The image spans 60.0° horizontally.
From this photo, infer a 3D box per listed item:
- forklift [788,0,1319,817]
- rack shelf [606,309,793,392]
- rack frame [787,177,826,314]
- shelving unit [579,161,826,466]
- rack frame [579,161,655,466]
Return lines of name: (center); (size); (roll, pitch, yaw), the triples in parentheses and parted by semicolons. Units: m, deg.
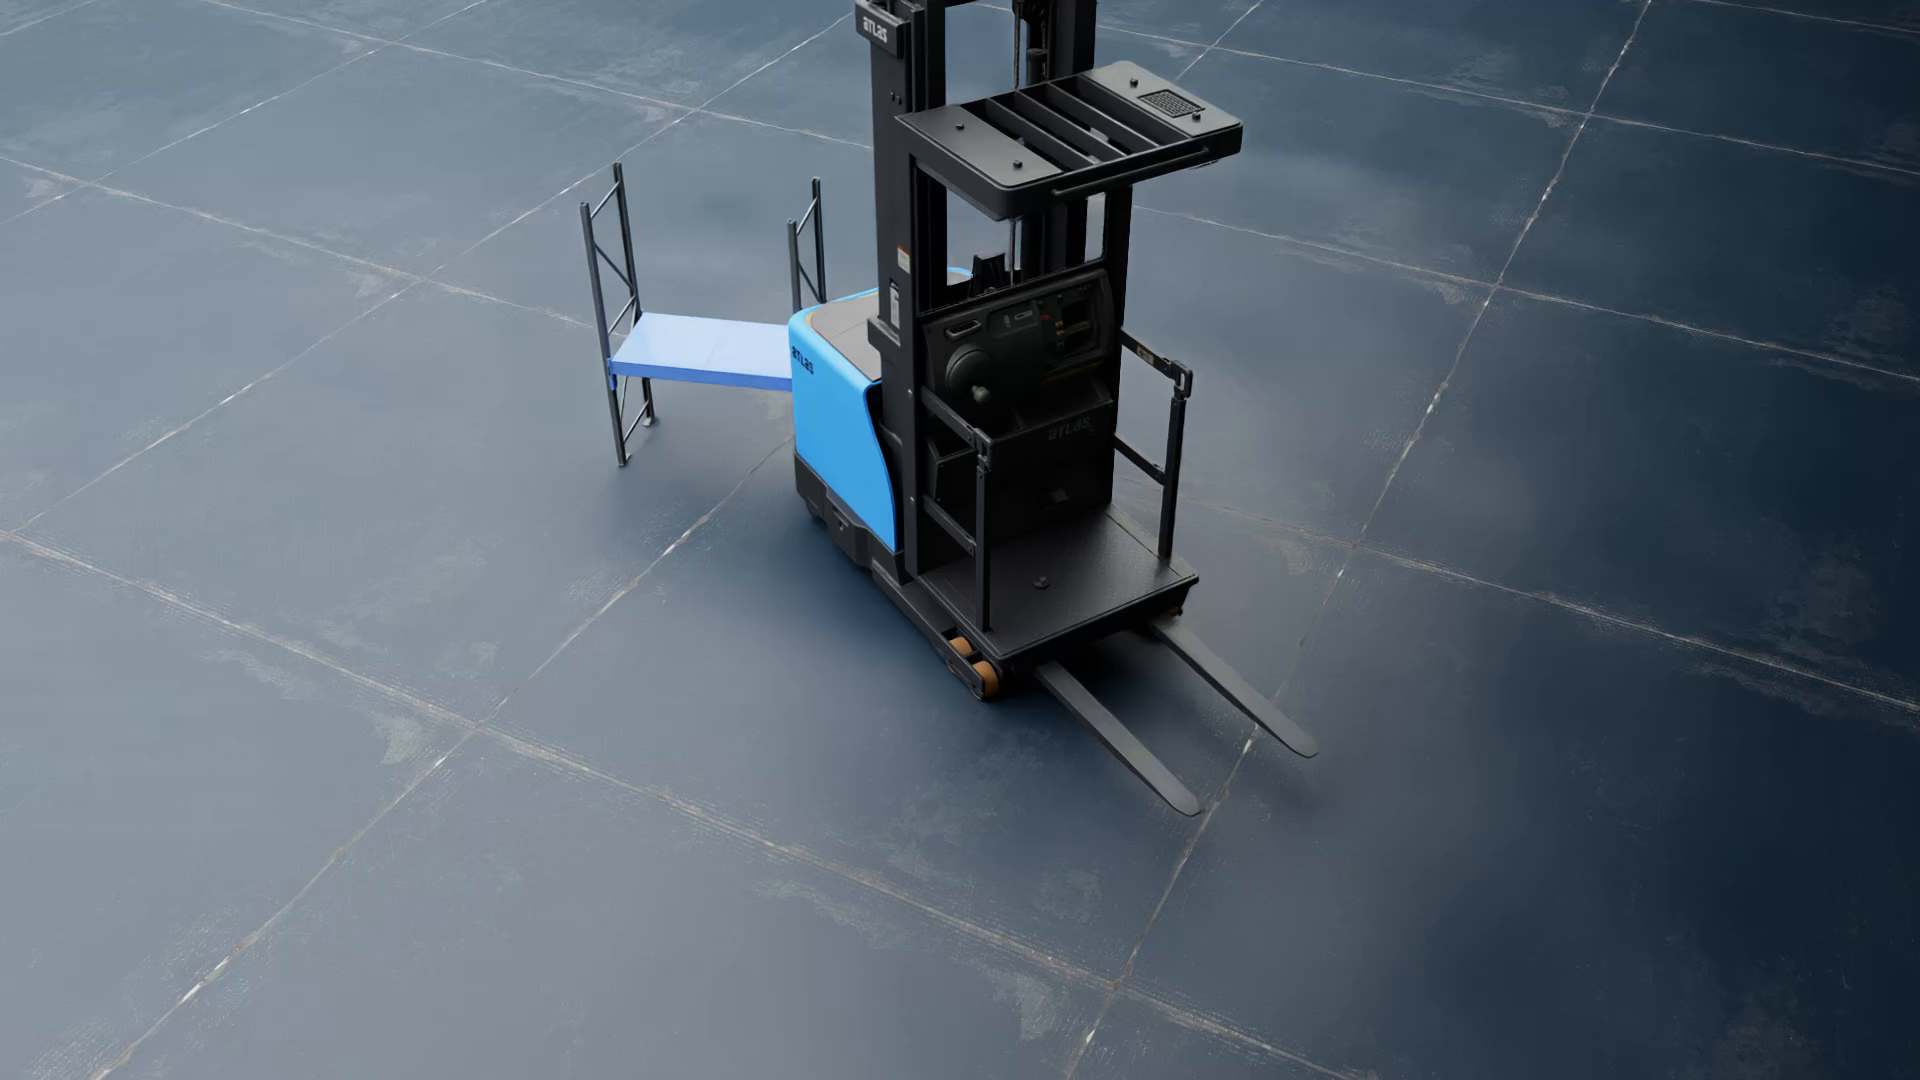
forklift: (0.373, -0.792, 6.889); (1.130, 2.935, 3.031); (-21, 42, -25)
rack shelf: (-1.245, -0.938, 8.562); (1.000, 0.185, 0.538); (6, 38, 8)
rack frame: (-0.745, -1.026, 8.381); (0.032, 1.500, 0.500); (6, 38, 8)
shelving unit: (-1.245, -1.081, 8.454); (1.048, 1.500, 0.538); (6, 38, 8)
rack frame: (-1.745, -1.137, 8.527); (0.032, 1.500, 0.500); (6, 38, 8)
